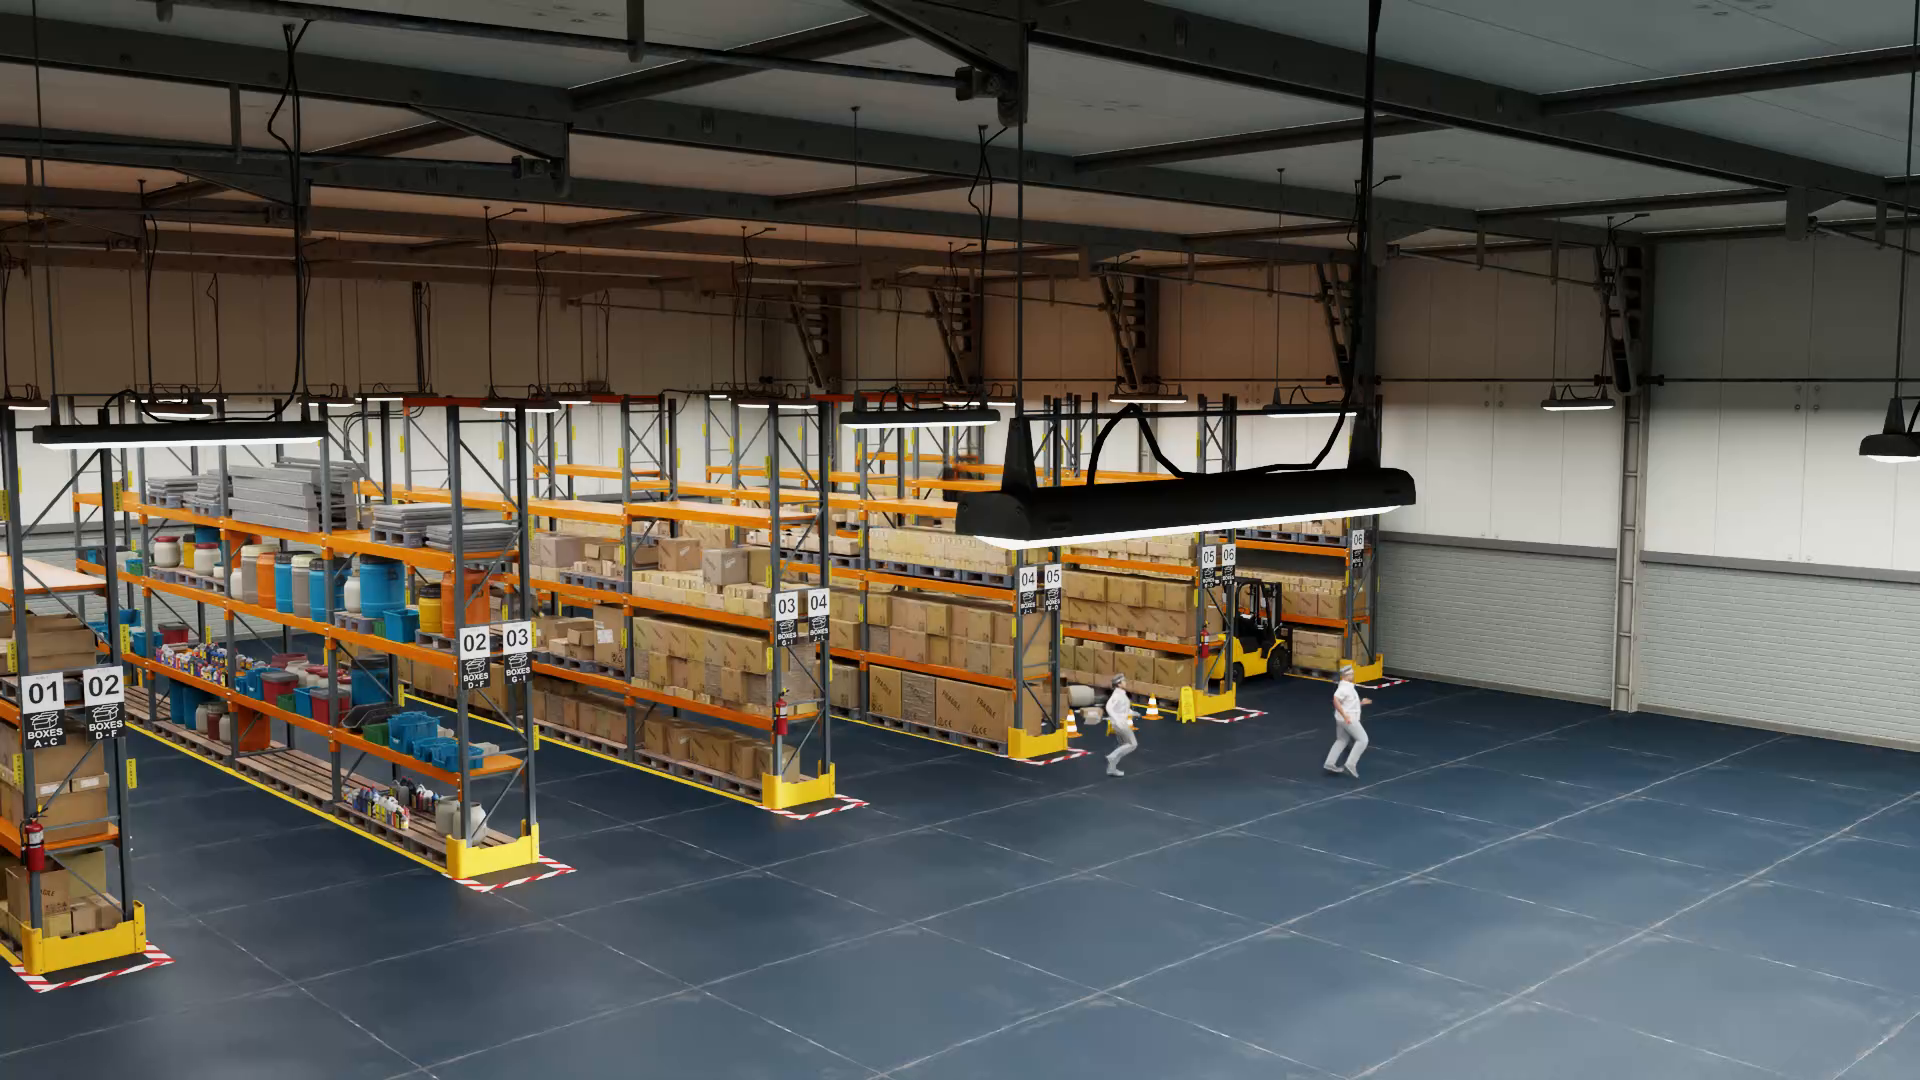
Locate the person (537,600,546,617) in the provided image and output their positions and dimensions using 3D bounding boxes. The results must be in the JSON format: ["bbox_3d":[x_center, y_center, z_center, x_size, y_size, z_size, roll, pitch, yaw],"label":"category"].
[{"bbox_3d":[-8.765,2.139,34.405,0.763,1.823,0.672,4,7,37],"label":"person"}]

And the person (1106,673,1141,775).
[{"bbox_3d":[2.610,2.941,26.594,0.549,1.651,0.604,1,6,6],"label":"person"}]

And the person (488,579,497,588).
[{"bbox_3d":[-11.178,1.695,39.384,0.732,1.662,0.987,0,6,2],"label":"person"}]

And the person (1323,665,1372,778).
[{"bbox_3d":[6.218,2.893,26.564,0.722,1.828,0.635,0,6,1],"label":"person"}]
